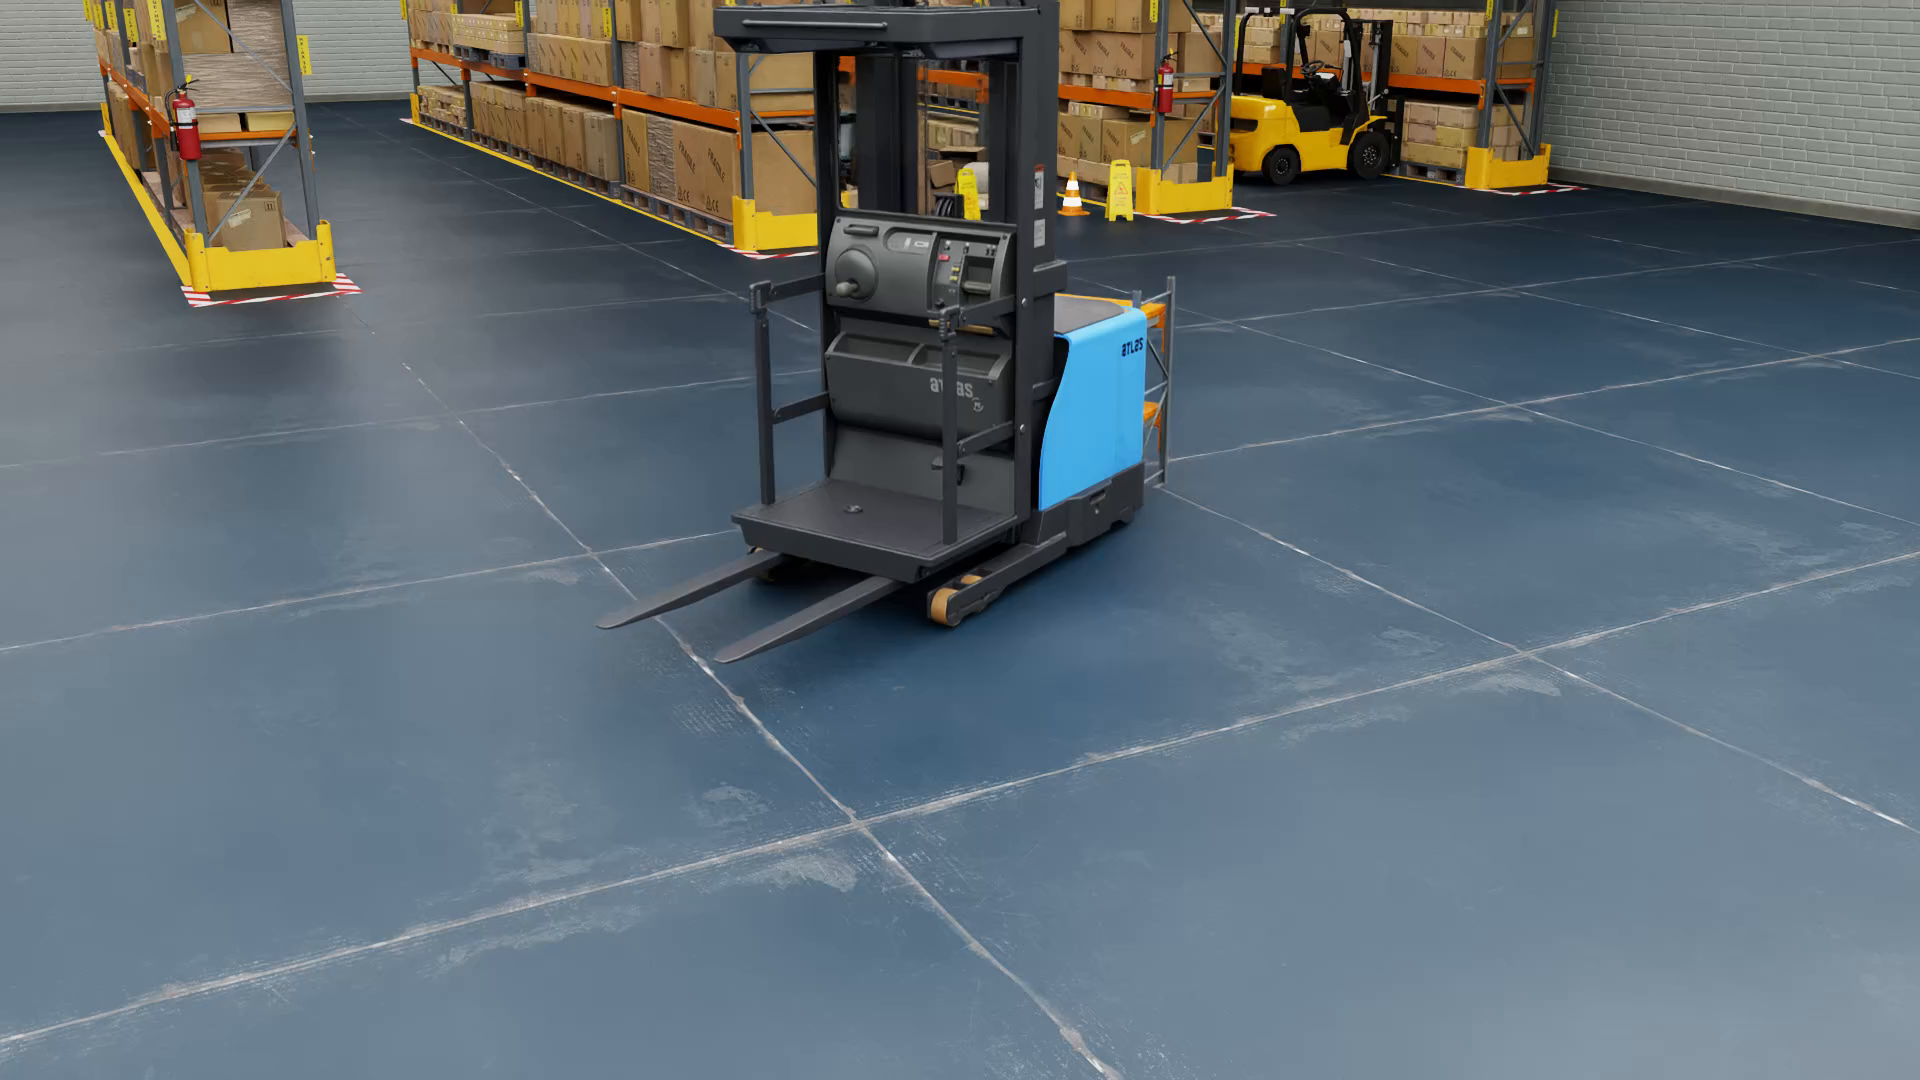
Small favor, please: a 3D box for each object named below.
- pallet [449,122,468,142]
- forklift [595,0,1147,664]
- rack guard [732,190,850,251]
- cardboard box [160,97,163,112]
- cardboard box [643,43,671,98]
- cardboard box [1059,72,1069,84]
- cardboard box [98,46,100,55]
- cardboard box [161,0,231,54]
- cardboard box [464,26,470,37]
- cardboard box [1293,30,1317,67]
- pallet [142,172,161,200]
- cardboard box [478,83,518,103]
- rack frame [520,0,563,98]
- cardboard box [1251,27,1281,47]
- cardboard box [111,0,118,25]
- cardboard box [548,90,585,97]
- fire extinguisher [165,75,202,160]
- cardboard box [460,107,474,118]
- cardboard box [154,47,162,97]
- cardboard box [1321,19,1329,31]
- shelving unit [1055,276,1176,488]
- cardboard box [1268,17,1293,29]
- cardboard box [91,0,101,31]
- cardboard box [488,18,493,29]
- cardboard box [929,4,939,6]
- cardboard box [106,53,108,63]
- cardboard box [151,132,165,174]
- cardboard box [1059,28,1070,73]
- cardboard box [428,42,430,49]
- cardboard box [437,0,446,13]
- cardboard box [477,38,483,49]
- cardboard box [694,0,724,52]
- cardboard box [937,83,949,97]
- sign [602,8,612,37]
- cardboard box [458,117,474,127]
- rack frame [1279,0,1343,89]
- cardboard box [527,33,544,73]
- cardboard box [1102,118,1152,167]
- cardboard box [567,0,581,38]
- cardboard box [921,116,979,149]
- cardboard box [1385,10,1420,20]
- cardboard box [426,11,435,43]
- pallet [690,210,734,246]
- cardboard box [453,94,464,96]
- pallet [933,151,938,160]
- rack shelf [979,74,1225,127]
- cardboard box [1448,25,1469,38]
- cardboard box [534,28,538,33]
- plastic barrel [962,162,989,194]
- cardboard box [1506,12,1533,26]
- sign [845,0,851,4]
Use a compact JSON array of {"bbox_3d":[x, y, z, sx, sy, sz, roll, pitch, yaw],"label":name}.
[{"bbox_3d":[-7.743,-6.718,27.275,1.003,0.211,1.213,-10,21,-27],"label":"pallet"},{"bbox_3d":[-0.307,-1.192,7.093,1.130,2.935,3.031,12,23,32],"label":"forklift"},{"bbox_3d":[-1.683,-3.215,16.682,1.175,0.500,0.348,-10,21,-27],"label":"rack guard"},{"bbox_3d":[-7.554,-4.230,16.178,0.380,0.149,0.250,-10,21,-27],"label":"cardboard box"},{"bbox_3d":[-2.974,-5.191,18.347,0.875,0.550,0.550,-10,21,-27],"label":"cardboard box"},{"bbox_3d":[1.325,-5.652,20.298,0.380,0.149,0.250,-10,21,-27],"label":"cardboard box"},{"bbox_3d":[-13.582,-7.839,26.635,0.380,0.149,0.250,-11,22,-28],"label":"cardboard box"},{"bbox_3d":[-6.586,-4.444,14.271,0.500,0.500,0.500,-10,21,-27],"label":"cardboard box"},{"bbox_3d":[-7.239,-7.662,25.022,0.380,0.149,0.250,-11,22,-29],"label":"cardboard box"},{"bbox_3d":[5.062,-6.997,23.657,0.500,0.500,0.500,-11,22,-28],"label":"cardboard box"},{"bbox_3d":[-9.537,-4.418,20.612,1.003,0.211,1.213,-10,21,-27],"label":"pallet"},{"bbox_3d":[-7.019,-6.814,25.319,0.500,0.250,0.500,-9,21,-25],"label":"cardboard box"},{"bbox_3d":[-5.493,-6.700,22.950,1.000,3.000,0.127,-10,21,-27],"label":"rack frame"},{"bbox_3d":[4.623,-7.384,24.396,0.500,0.250,0.500,-10,22,-28],"label":"cardboard box"},{"bbox_3d":[-11.495,-7.449,23.428,0.797,0.503,0.637,-11,22,-28],"label":"cardboard box"},{"bbox_3d":[-5.608,-6.307,23.849,0.500,0.250,0.500,-11,22,-29],"label":"cardboard box"},{"bbox_3d":[-6.459,-3.523,13.863,0.296,0.674,0.183,-10,21,-27],"label":"fire extinguisher"},{"bbox_3d":[-7.822,-6.881,26.745,0.380,0.149,0.250,-10,21,-26],"label":"cardboard box"},{"bbox_3d":[-7.114,-4.435,15.776,0.875,0.500,0.500,-10,21,-27],"label":"cardboard box"},{"bbox_3d":[5.273,-7.195,23.235,0.380,0.149,0.250,-10,21,-27],"label":"cardboard box"},{"bbox_3d":[0.544,-0.851,8.873,1.048,1.125,0.538,10,22,27],"label":"shelving unit"},{"bbox_3d":[4.723,-7.535,24.222,0.380,0.149,0.250,-9,21,-25],"label":"cardboard box"},{"bbox_3d":[-13.226,-8.211,25.952,0.500,0.500,0.500,-11,22,-28],"label":"cardboard box"},{"bbox_3d":[-6.501,-7.354,23.676,0.380,0.149,0.250,-9,21,-25],"label":"cardboard box"},{"bbox_3d":[-0.183,-7.122,22.920,0.500,0.500,0.500,-9,21,-25],"label":"cardboard box"},{"bbox_3d":[-12.362,-7.101,24.497,0.380,0.149,0.250,-10,21,-26],"label":"cardboard box"},{"bbox_3d":[-9.571,-4.798,20.595,0.700,0.500,0.500,-11,22,-30],"label":"cardboard box"},{"bbox_3d":[1.421,-5.937,20.130,0.500,0.500,0.500,-10,21,-26],"label":"cardboard box"},{"bbox_3d":[-8.945,-8.529,28.634,0.380,0.149,0.250,-9,21,-24],"label":"cardboard box"},{"bbox_3d":[-8.104,-8.750,26.747,0.500,0.500,0.500,-11,22,-28],"label":"cardboard box"},{"bbox_3d":[-6.869,-7.297,24.421,0.380,0.149,0.250,-11,22,-29],"label":"cardboard box"},{"bbox_3d":[-2.179,-5.241,16.836,0.875,0.550,0.550,-10,21,-27],"label":"cardboard box"},{"bbox_3d":[-0.039,-9.138,33.202,0.700,0.500,0.500,-9,21,-24],"label":"cardboard box"},{"bbox_3d":[-4.067,-5.975,19.195,0.100,0.325,0.005,-10,21,-27],"label":"sign"},{"bbox_3d":[-7.879,-6.759,26.847,0.380,0.149,0.250,-10,21,-26],"label":"cardboard box"},{"bbox_3d":[5.081,-7.117,24.159,1.000,3.000,0.127,-10,21,-27],"label":"rack frame"},{"bbox_3d":[-5.518,-6.577,22.439,0.500,0.500,0.500,-10,21,-26],"label":"cardboard box"},{"bbox_3d":[2.004,-4.642,19.408,0.500,0.500,0.500,-10,21,-26],"label":"cardboard box"},{"bbox_3d":[-4.559,-6.651,21.121,0.700,0.500,0.500,-10,22,-27],"label":"cardboard box"},{"bbox_3d":[-0.213,-5.859,23.898,0.950,0.372,0.625,-9,21,-25],"label":"cardboard box"},{"bbox_3d":[5.891,-6.973,22.138,0.380,0.149,0.250,-10,21,-26],"label":"cardboard box"},{"bbox_3d":[-8.577,-8.575,27.775,0.500,0.500,0.500,-11,22,-28],"label":"cardboard box"},{"bbox_3d":[-2.143,-3.303,17.379,1.003,0.211,1.213,-10,21,-27],"label":"pallet"},{"bbox_3d":[-8.126,-7.266,27.406,0.380,0.149,0.250,-9,21,-25],"label":"cardboard box"},{"bbox_3d":[0.343,-5.253,23.030,1.003,0.211,1.213,-10,21,-27],"label":"pallet"},{"bbox_3d":[1.664,-5.433,20.382,1.077,0.370,4.000,-10,21,-27],"label":"rack shelf"},{"bbox_3d":[6.422,-6.448,21.072,0.380,0.149,0.250,-10,21,-26],"label":"cardboard box"},{"bbox_3d":[-5.927,-7.316,24.021,0.380,0.149,0.250,-10,21,-26],"label":"cardboard box"},{"bbox_3d":[0.301,-4.340,20.059,0.512,0.421,0.421,4,19,11],"label":"plastic barrel"},{"bbox_3d":[7.009,-6.593,21.036,0.380,0.149,0.250,-10,22,-28],"label":"cardboard box"},{"bbox_3d":[-1.672,-7.956,24.815,0.100,0.325,0.005,-10,21,-27],"label":"sign"}]
